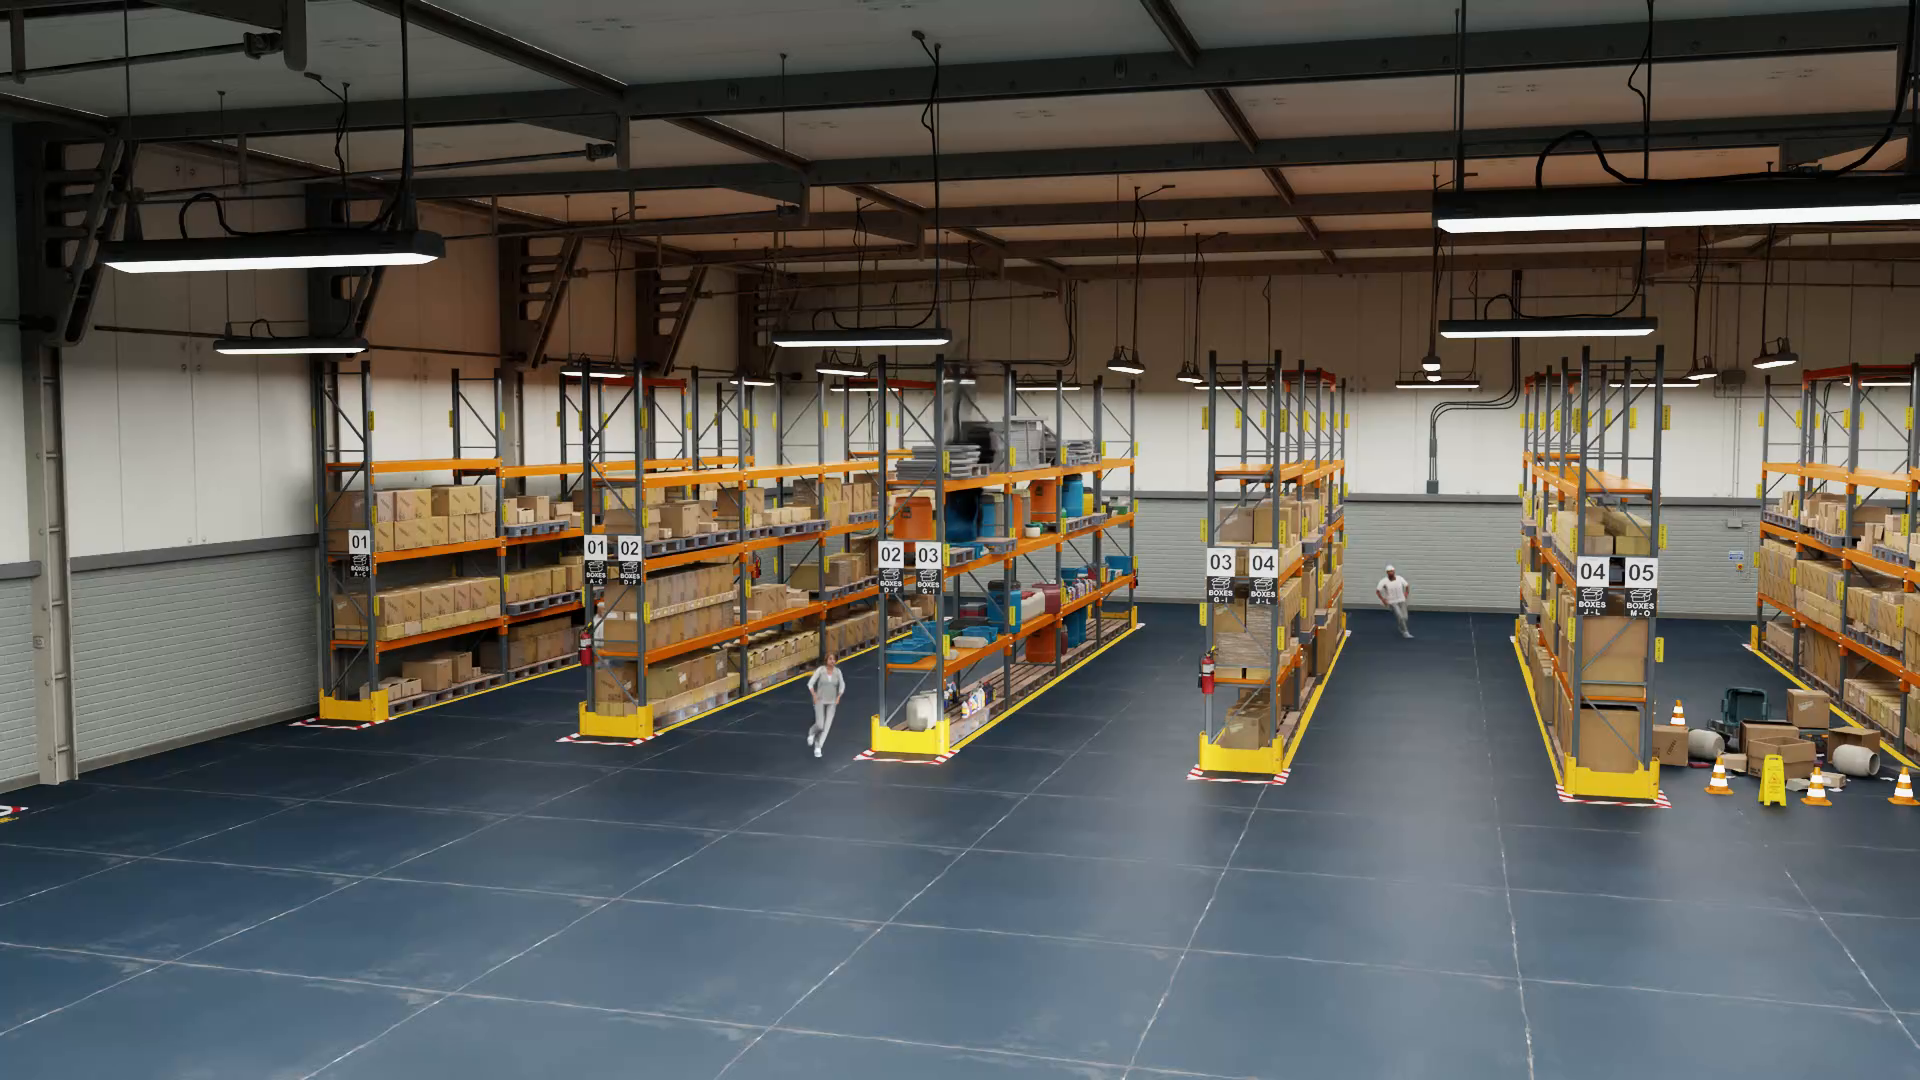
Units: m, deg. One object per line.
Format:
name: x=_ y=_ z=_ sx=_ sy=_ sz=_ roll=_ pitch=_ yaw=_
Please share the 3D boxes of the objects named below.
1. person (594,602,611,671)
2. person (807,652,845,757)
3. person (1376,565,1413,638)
person: x=-6.667 y=1.971 z=30.932 sx=0.593 sy=1.624 sz=0.554 roll=0 pitch=4 yaw=7
person: x=-2.005 y=2.459 z=25.051 sx=0.552 sy=1.539 sz=0.528 roll=-1 pitch=4 yaw=-18
person: x=10.057 y=1.422 z=38.447 sx=0.816 sy=1.682 sz=0.700 roll=0 pitch=4 yaw=-5
